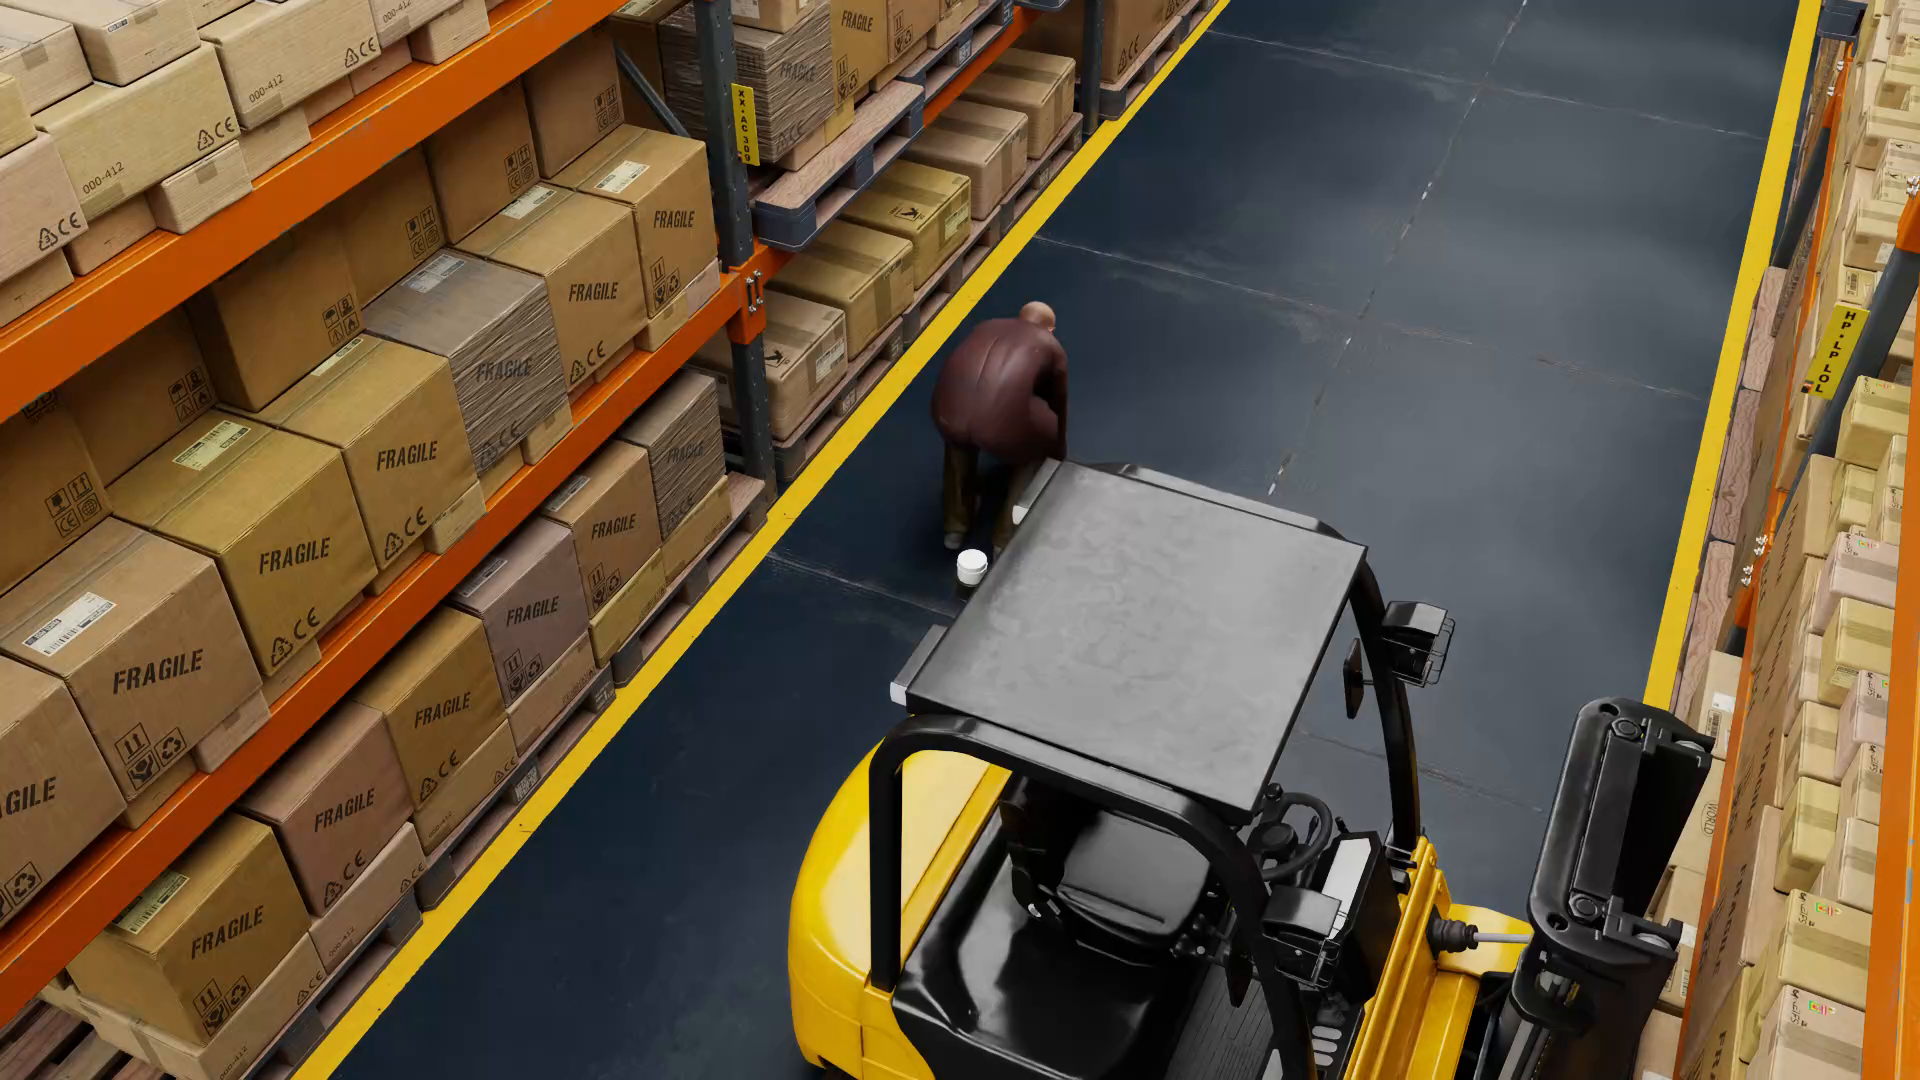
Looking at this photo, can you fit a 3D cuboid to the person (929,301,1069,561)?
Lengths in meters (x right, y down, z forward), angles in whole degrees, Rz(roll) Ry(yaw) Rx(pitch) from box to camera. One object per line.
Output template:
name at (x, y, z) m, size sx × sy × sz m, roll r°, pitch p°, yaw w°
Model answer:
person at (0.202, -0.533, 7.320) m, size 0.585 × 1.052 × 0.946 m, roll 14°, pitch 43°, yaw 16°
